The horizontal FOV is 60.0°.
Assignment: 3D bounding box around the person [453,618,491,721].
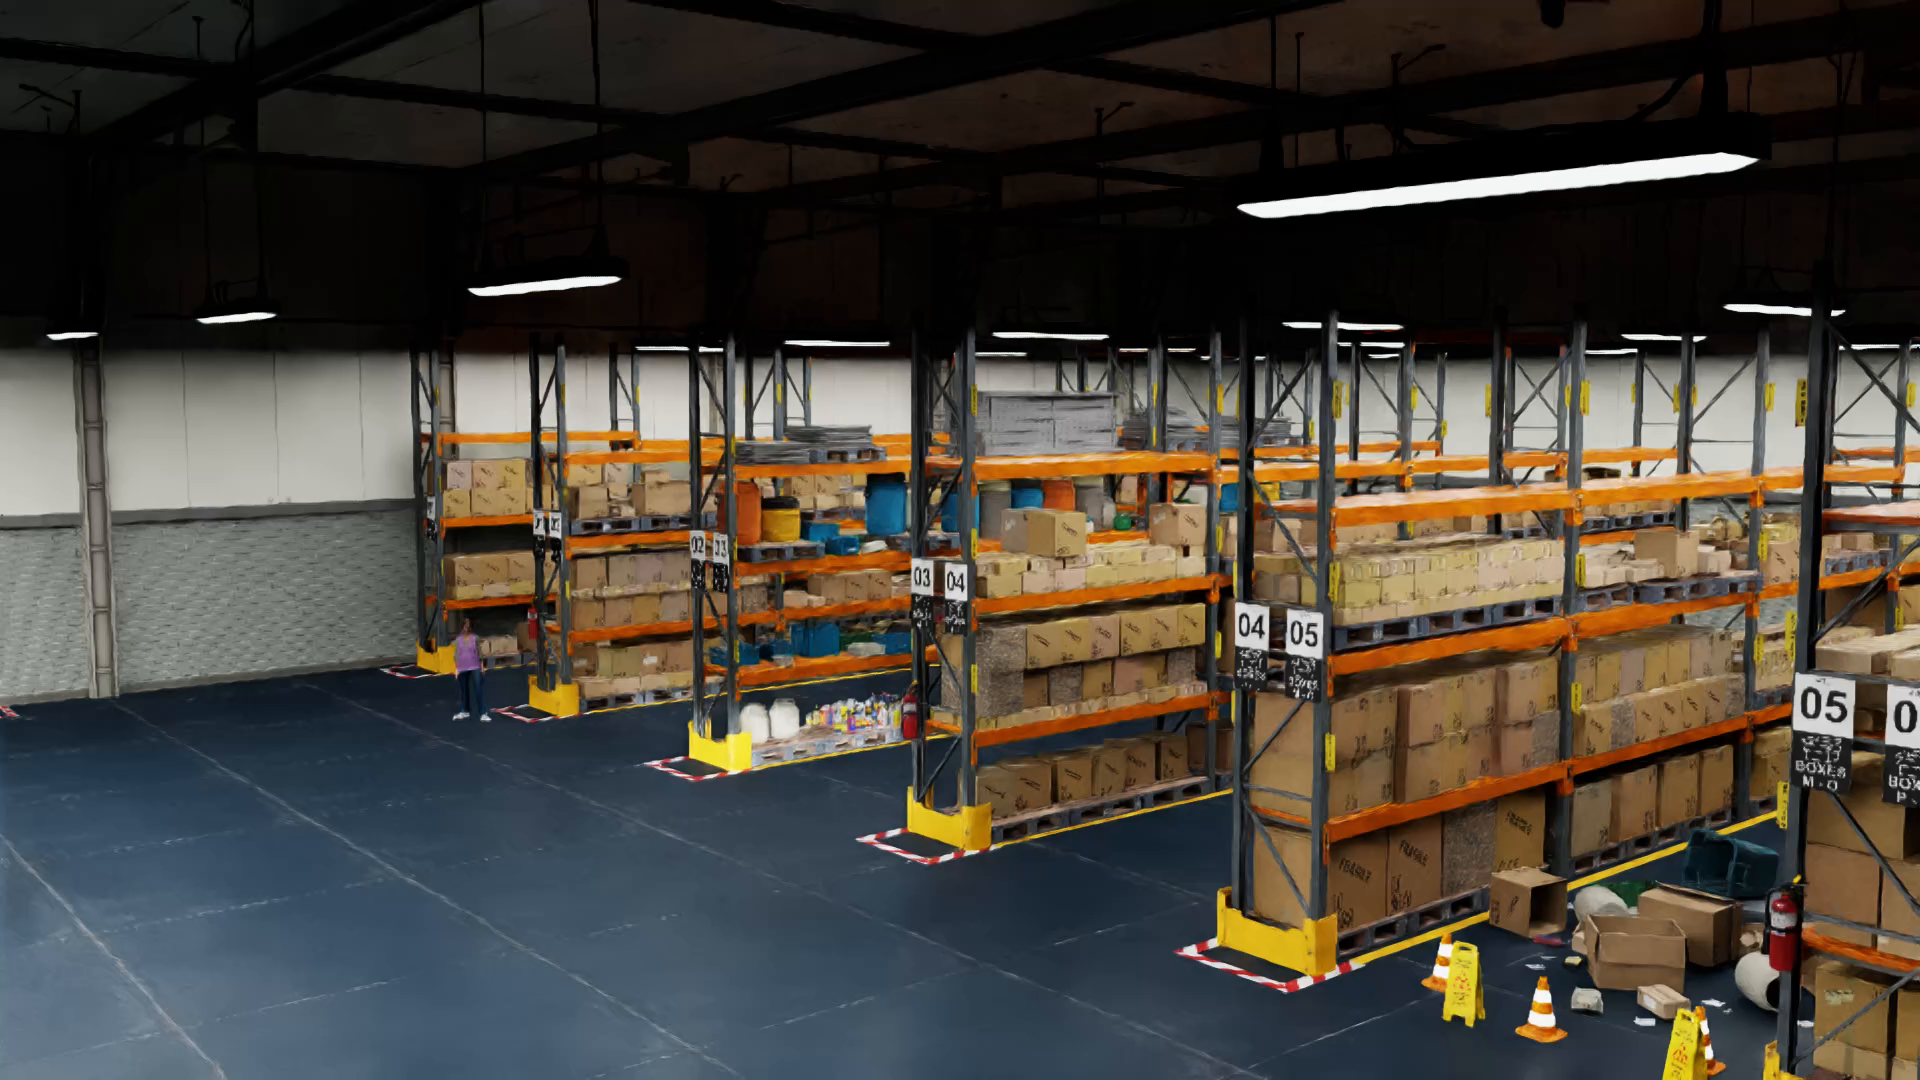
[{"bbox_3d":[-7.533,1.984,25.631,0.615,1.579,0.498,-1,5,-7],"label":"person"}]
